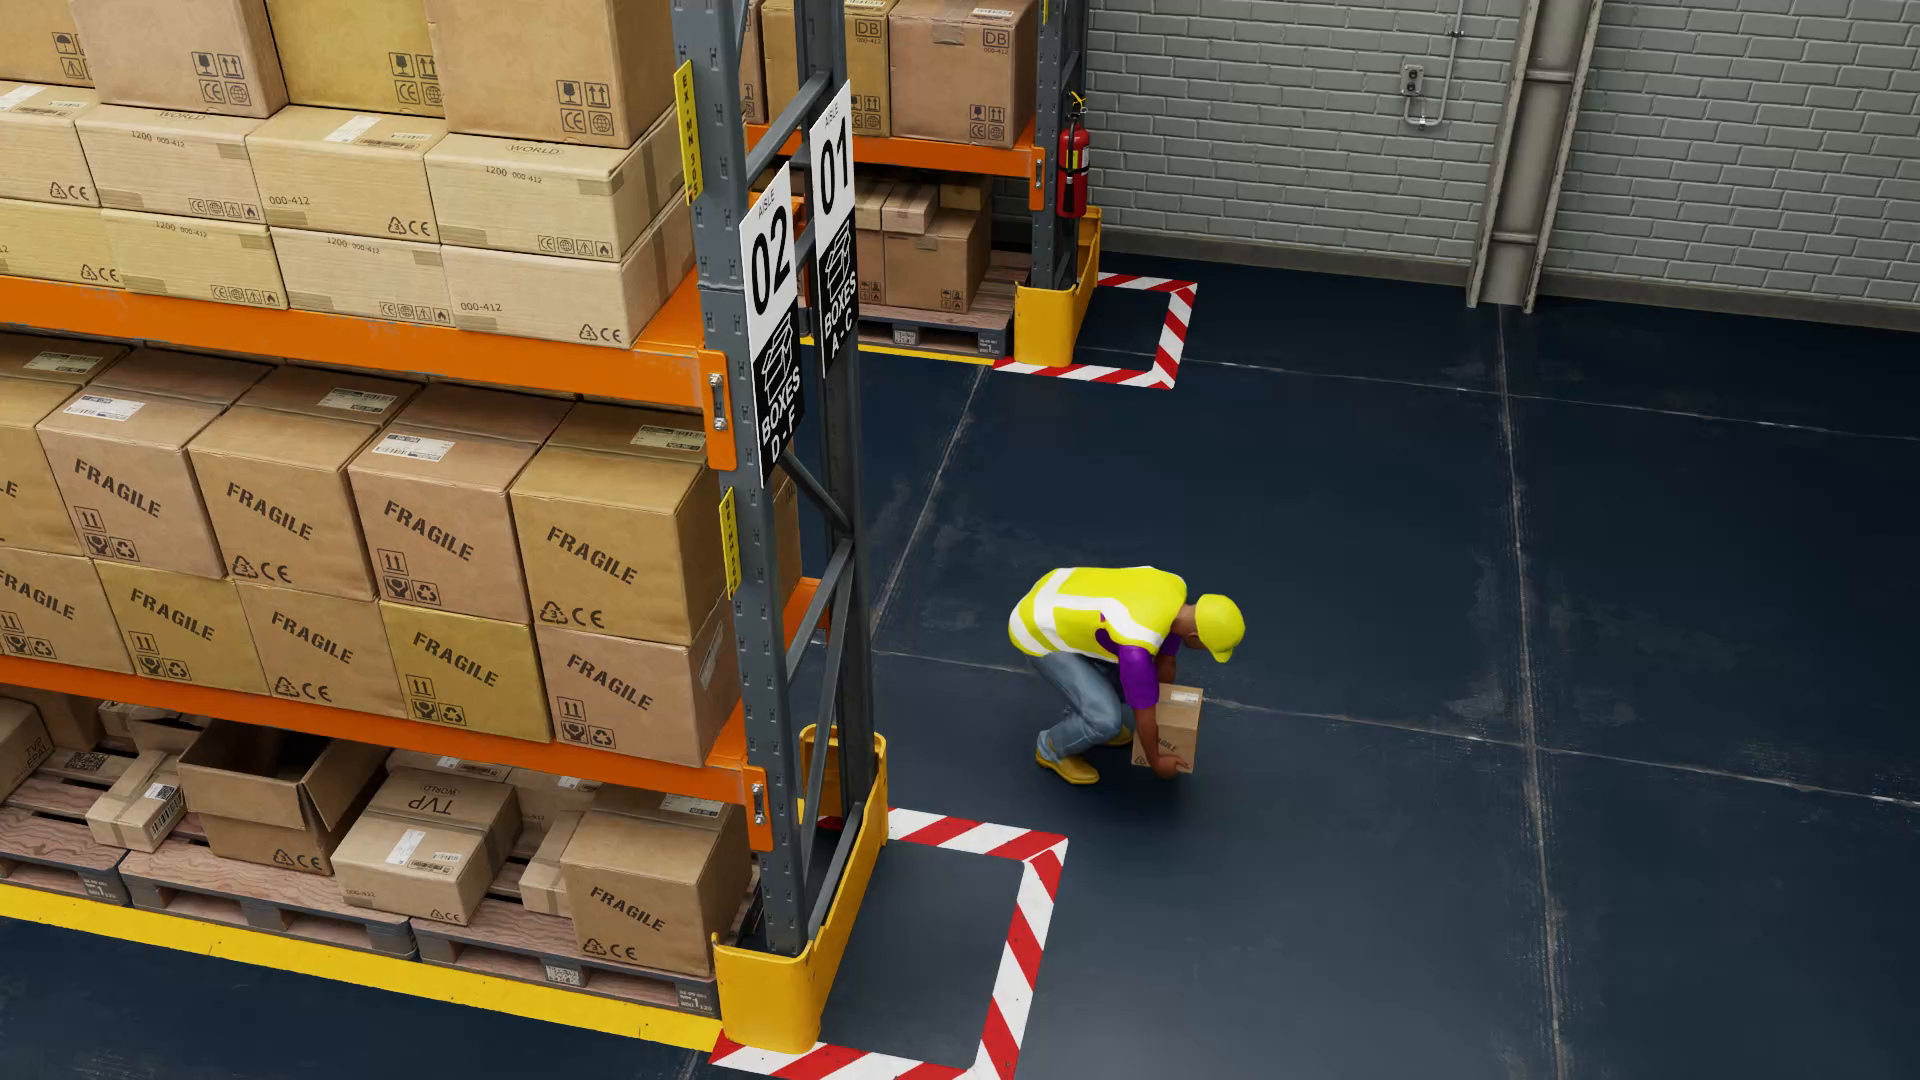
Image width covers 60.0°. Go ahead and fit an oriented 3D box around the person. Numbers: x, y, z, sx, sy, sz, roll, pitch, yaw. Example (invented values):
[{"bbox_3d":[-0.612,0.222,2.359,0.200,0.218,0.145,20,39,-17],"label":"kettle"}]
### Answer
[{"bbox_3d":[0.674,0.542,6.838,0.951,1.024,0.539,19,41,24],"label":"person"}]
